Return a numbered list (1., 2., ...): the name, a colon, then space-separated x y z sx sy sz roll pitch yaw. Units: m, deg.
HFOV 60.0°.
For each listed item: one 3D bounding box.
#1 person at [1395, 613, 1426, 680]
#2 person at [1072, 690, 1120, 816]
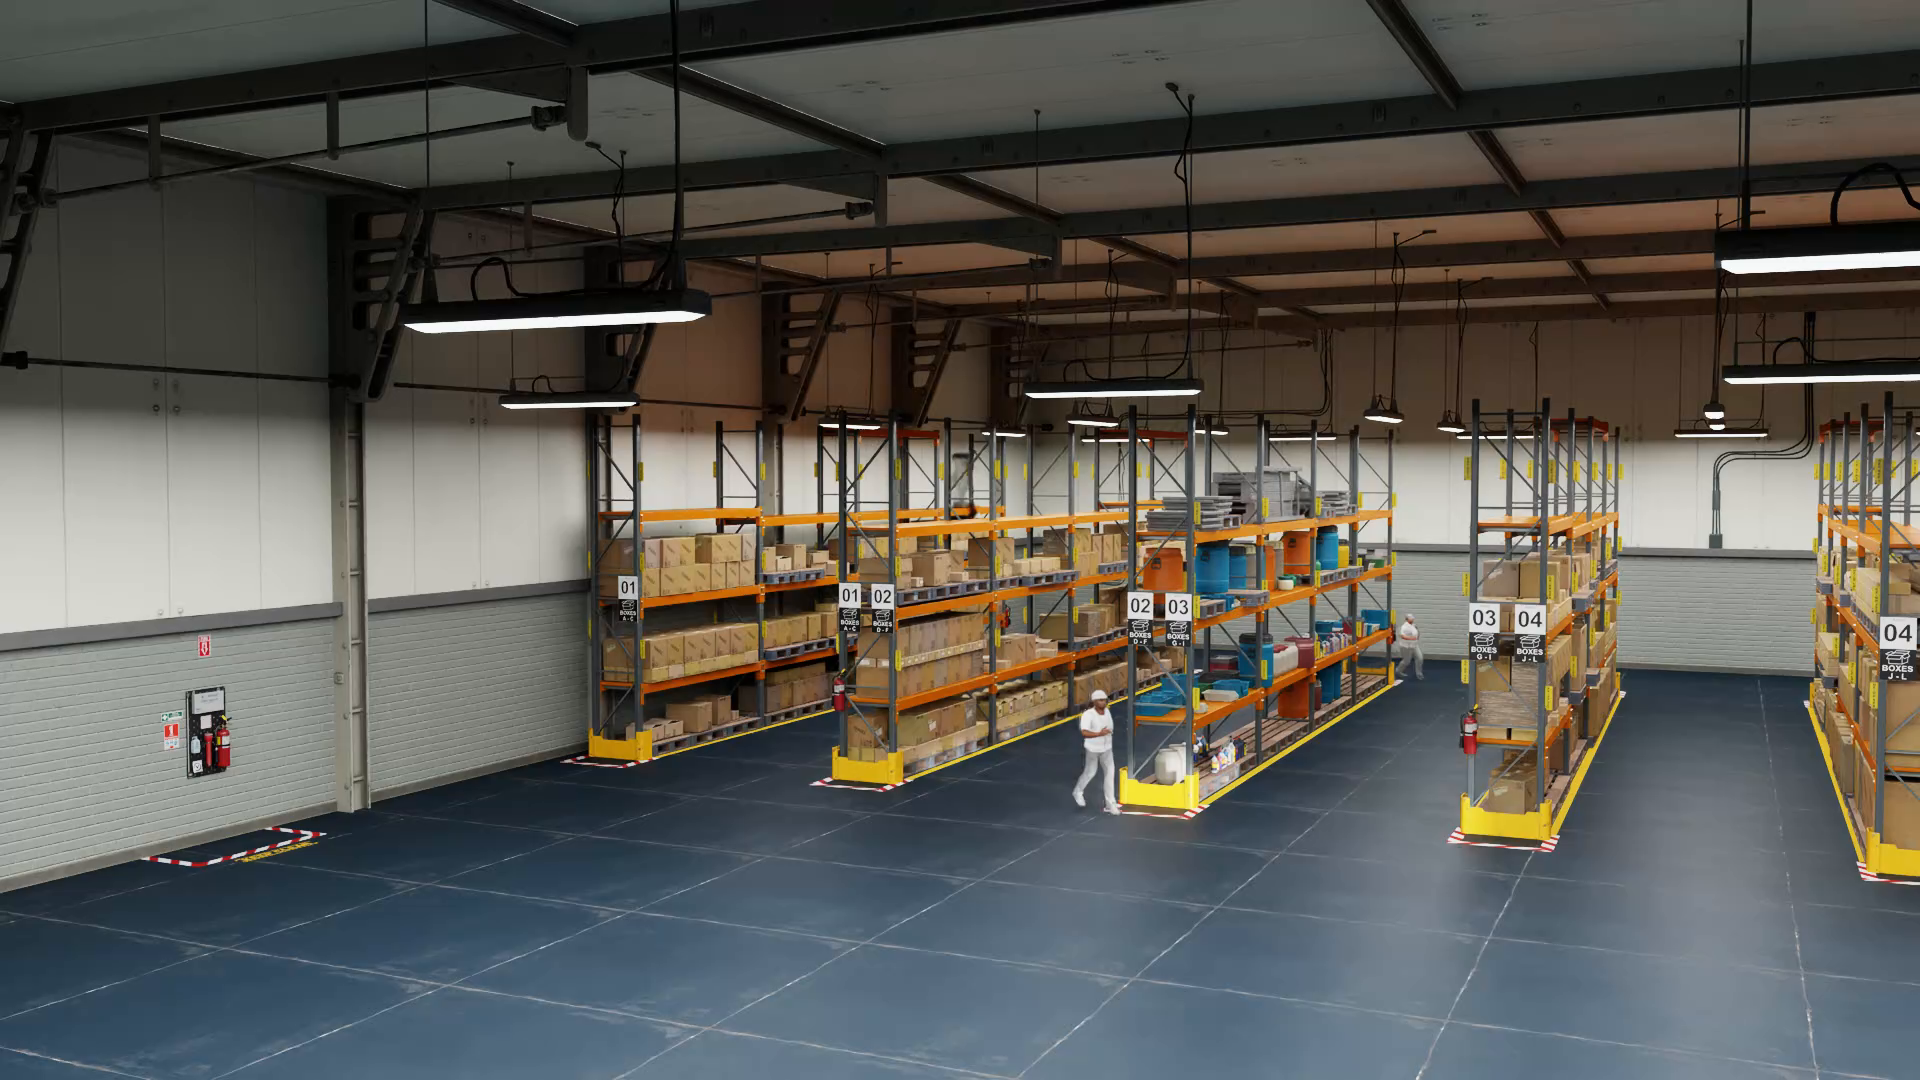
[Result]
1. person: 10.748 2.590 40.010 0.764 1.671 0.713 2 3 45
2. person: 2.007 3.085 24.395 0.688 1.781 0.950 -2 3 -34
